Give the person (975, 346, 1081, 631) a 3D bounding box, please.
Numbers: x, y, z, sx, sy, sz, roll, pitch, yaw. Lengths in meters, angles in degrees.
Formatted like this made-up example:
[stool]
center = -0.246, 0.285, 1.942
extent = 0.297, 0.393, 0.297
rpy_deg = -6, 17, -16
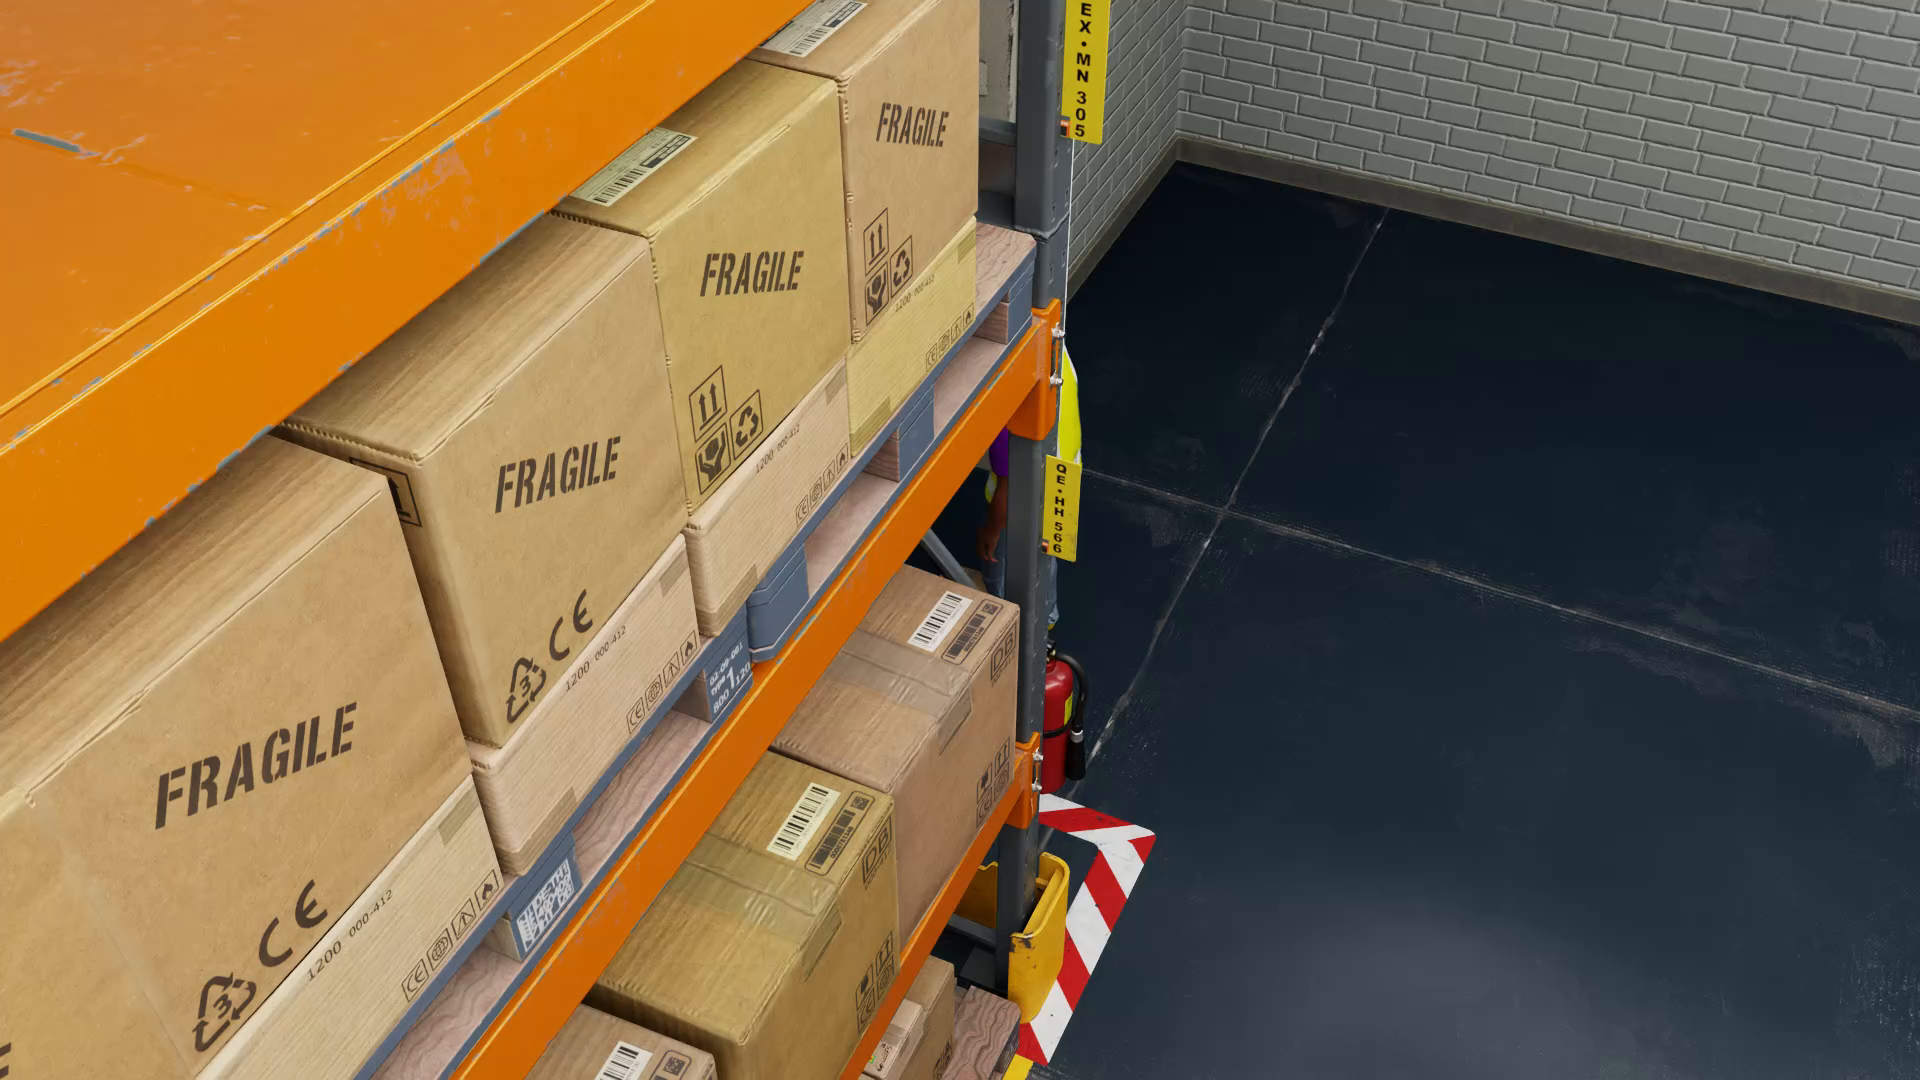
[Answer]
[person]
center = 0.218, -0.205, 6.376
extent = 0.457, 1.760, 0.635
rpy_deg = 15, 44, 16
